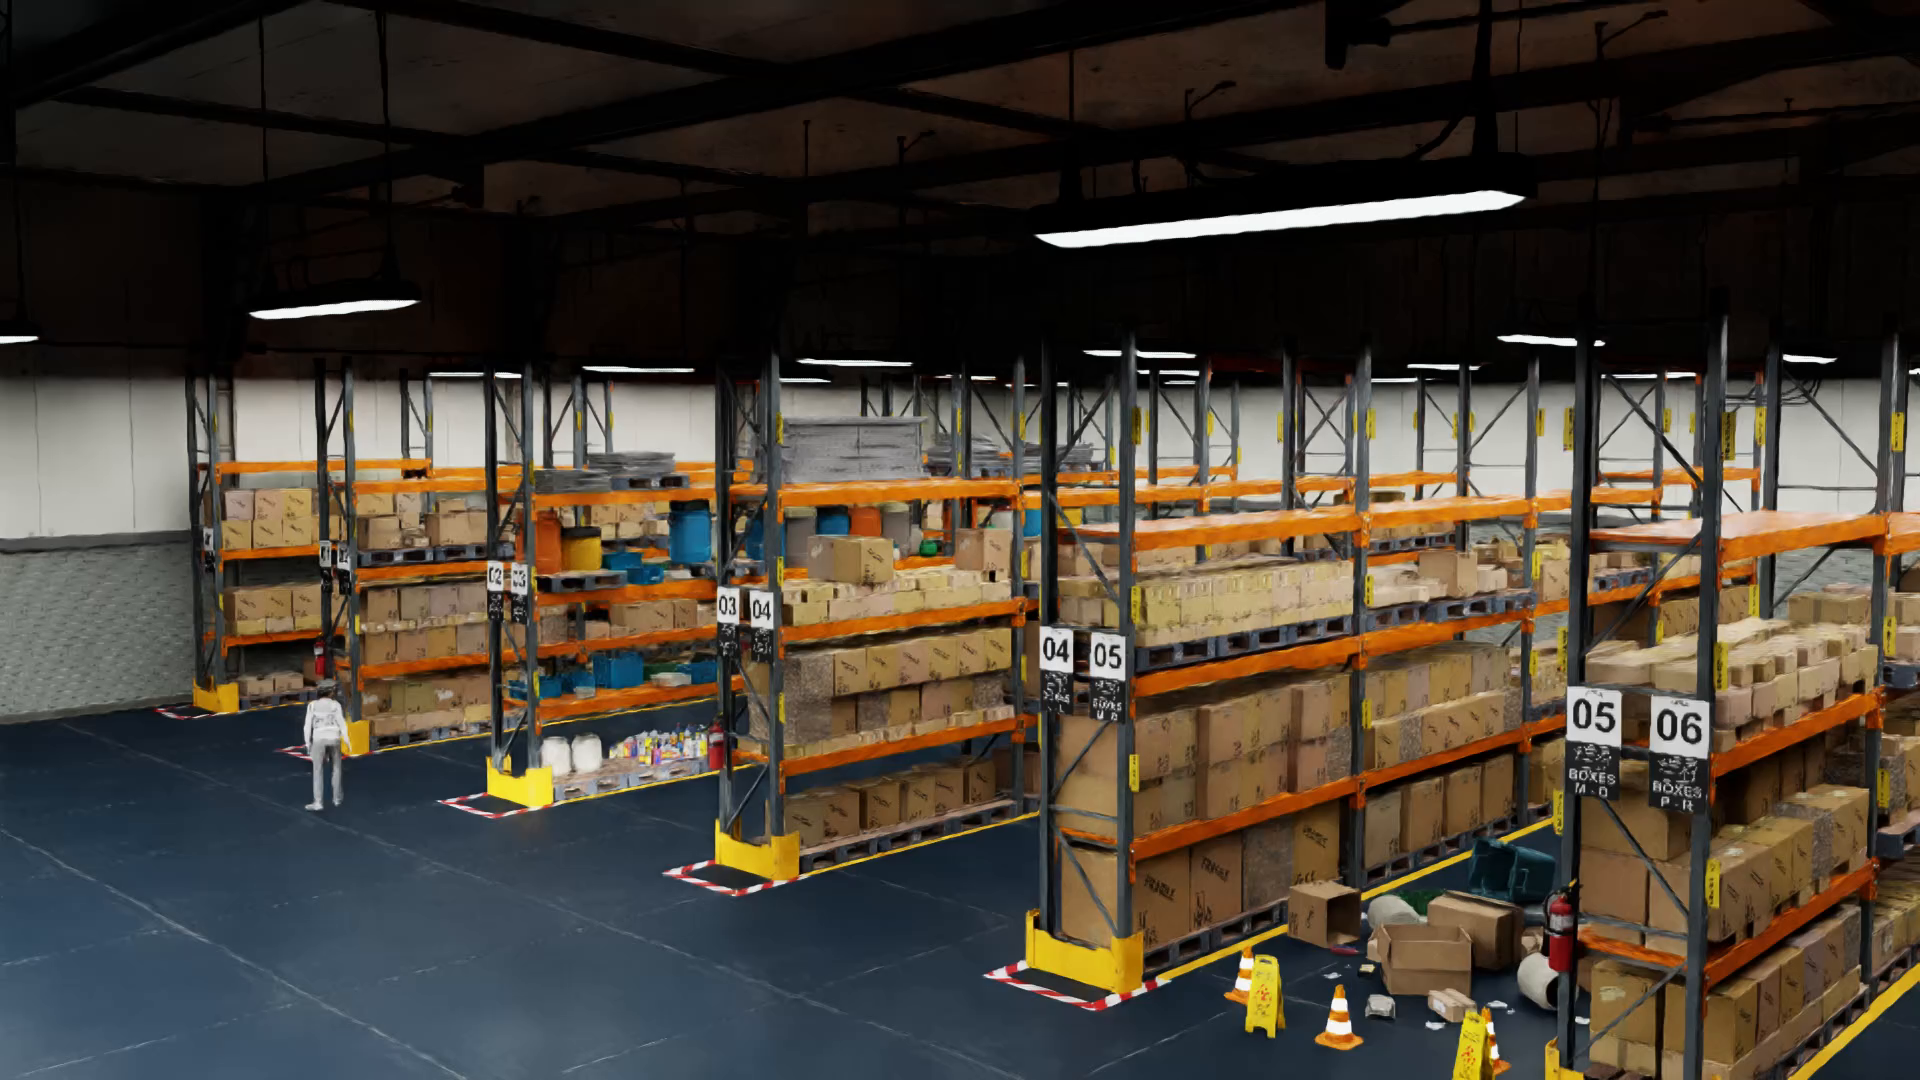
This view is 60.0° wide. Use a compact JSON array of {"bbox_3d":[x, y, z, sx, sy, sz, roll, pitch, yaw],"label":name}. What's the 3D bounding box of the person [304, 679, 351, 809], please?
[{"bbox_3d":[-8.268,2.654,21.738,0.573,1.665,0.539,-1,5,-18],"label":"person"}]
